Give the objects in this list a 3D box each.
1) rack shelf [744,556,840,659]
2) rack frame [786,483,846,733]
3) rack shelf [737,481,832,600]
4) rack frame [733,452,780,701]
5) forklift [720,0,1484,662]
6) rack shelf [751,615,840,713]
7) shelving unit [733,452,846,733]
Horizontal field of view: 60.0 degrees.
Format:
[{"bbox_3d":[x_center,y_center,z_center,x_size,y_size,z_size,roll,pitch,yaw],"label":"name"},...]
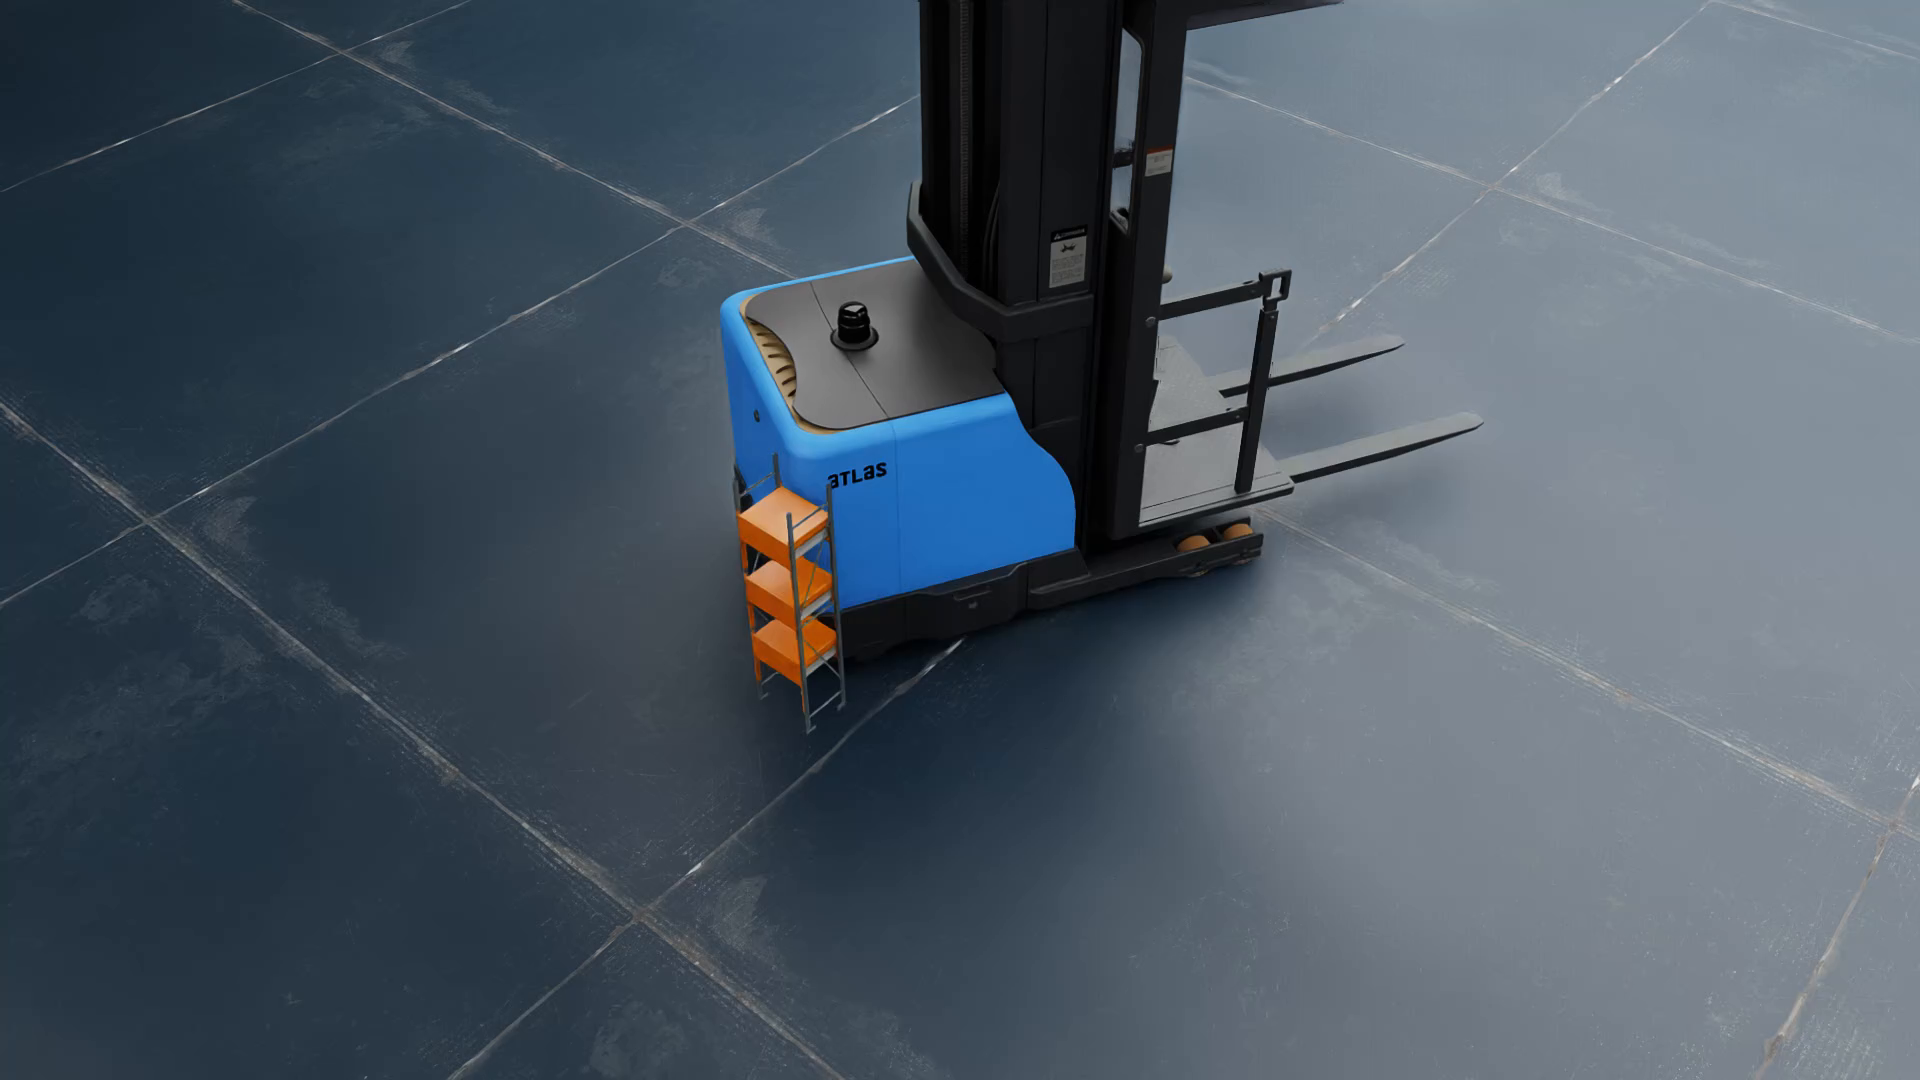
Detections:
[{"bbox_3d":[-0.578,0.211,5.754,0.240,0.259,0.215,30,50,29],"label":"rack shelf"},{"bbox_3d":[-0.485,0.256,5.688,0.008,1.050,0.200,30,50,29],"label":"rack frame"},{"bbox_3d":[-0.578,0.001,5.563,0.240,0.259,0.215,30,50,29],"label":"rack shelf"},{"bbox_3d":[-0.671,0.150,5.805,0.008,1.050,0.200,30,50,29],"label":"rack frame"},{"bbox_3d":[0.667,-1.255,5.952,3.031,2.935,1.130,-15,44,-16],"label":"forklift"},{"bbox_3d":[-0.578,0.416,5.941,0.240,0.259,0.215,30,50,29],"label":"rack shelf"},{"bbox_3d":[-0.578,0.203,5.747,0.252,1.050,0.215,30,50,29],"label":"shelving unit"}]
